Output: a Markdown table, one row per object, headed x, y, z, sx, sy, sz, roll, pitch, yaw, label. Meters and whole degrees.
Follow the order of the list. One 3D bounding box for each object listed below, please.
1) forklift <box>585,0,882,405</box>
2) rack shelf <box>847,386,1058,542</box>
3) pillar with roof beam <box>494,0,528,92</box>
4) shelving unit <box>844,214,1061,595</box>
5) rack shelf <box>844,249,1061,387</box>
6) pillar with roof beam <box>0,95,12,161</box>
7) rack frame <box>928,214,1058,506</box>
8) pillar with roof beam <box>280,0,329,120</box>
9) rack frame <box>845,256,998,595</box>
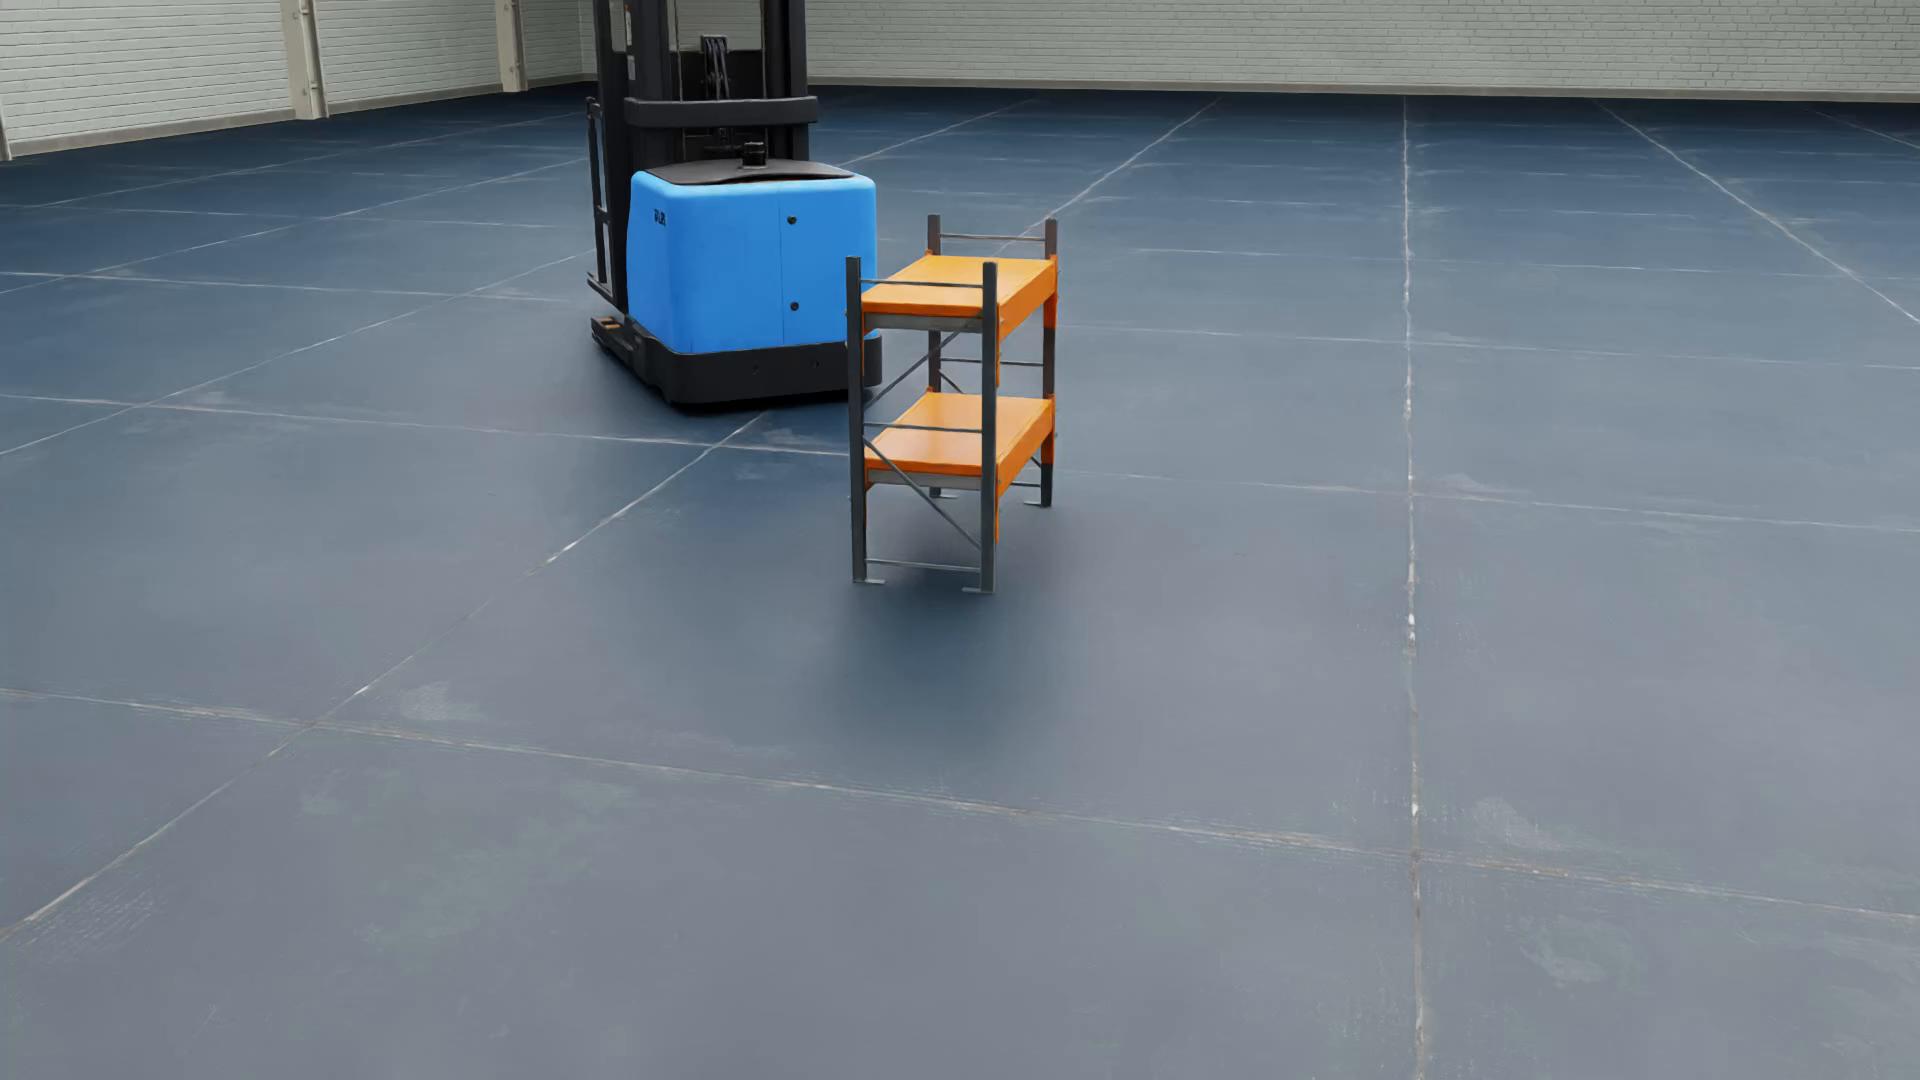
| x | y | z | sx | sy | sz | roll | pitch | yaw | label |
| --- | --- | --- | --- | --- | --- | --- | --- | --- | --- |
| -1.432 | -2.465 | 8.871 | 1.130 | 2.935 | 3.031 | -8 | 20 | -22 | forklift |
| -0.002 | -0.299 | 6.079 | 0.538 | 0.278 | 1.000 | 5 | 19 | 13 | rack shelf |
| -3.725 | -11.893 | 27.084 | 9.100 | 9.000 | 0.400 | 5 | 19 | 13 | pillar with roof beam |
| -0.002 | -0.530 | 6.000 | 0.538 | 1.125 | 1.048 | 5 | 19 | 13 | shelving unit |
| -0.002 | -0.807 | 5.905 | 0.538 | 0.278 | 1.000 | 5 | 19 | 13 | rack shelf |
| -6.657 | -8.131 | 16.072 | 9.100 | 9.000 | 0.400 | 5 | 19 | 13 | pillar with roof beam |
| 0.123 | -0.690 | 6.466 | 0.500 | 1.125 | 0.032 | 5 | 19 | 13 | rack frame |
| -5.191 | -10.012 | 21.578 | 9.100 | 9.000 | 0.400 | 5 | 19 | 13 | pillar with roof beam |
| -0.126 | -0.371 | 5.533 | 0.500 | 1.125 | 0.032 | 5 | 19 | 13 | rack frame |
